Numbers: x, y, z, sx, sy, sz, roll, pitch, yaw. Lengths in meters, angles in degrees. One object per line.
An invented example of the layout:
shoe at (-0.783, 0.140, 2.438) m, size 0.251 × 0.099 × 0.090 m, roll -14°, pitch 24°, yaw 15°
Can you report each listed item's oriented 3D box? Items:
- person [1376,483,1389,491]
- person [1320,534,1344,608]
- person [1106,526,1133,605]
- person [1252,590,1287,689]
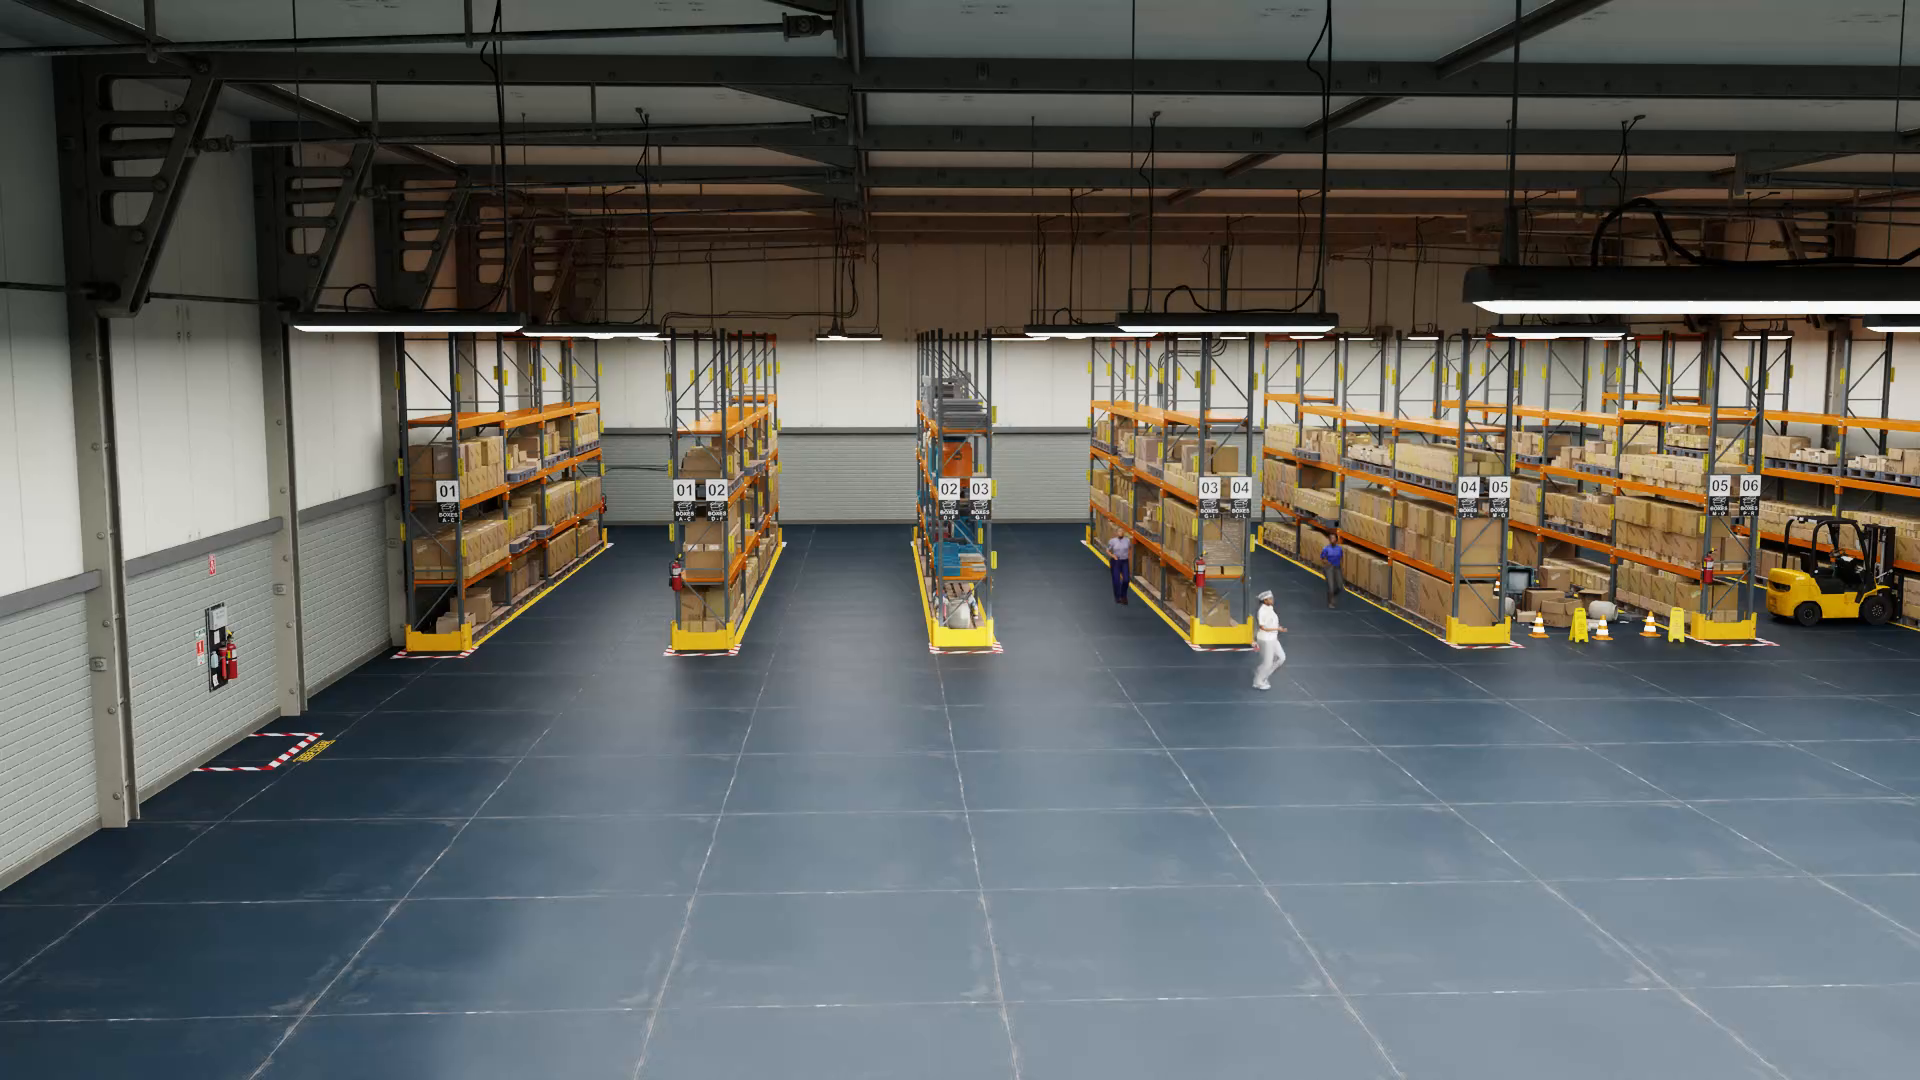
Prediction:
person at (12.476, -0.979, 49.442) m, size 0.994 × 1.787 × 0.717 m, roll 0°, pitch 7°, yaw -3°
person at (8.088, 0.681, 36.015) m, size 0.570 × 1.609 × 0.568 m, roll -1°, pitch 7°, yaw -6°
person at (3.354, 0.550, 34.821) m, size 0.603 × 1.673 × 0.573 m, roll 0°, pitch 7°, yaw -4°
person at (5.157, 1.650, 27.555) m, size 0.586 × 1.667 × 0.562 m, roll 3°, pitch 8°, yaw 26°
